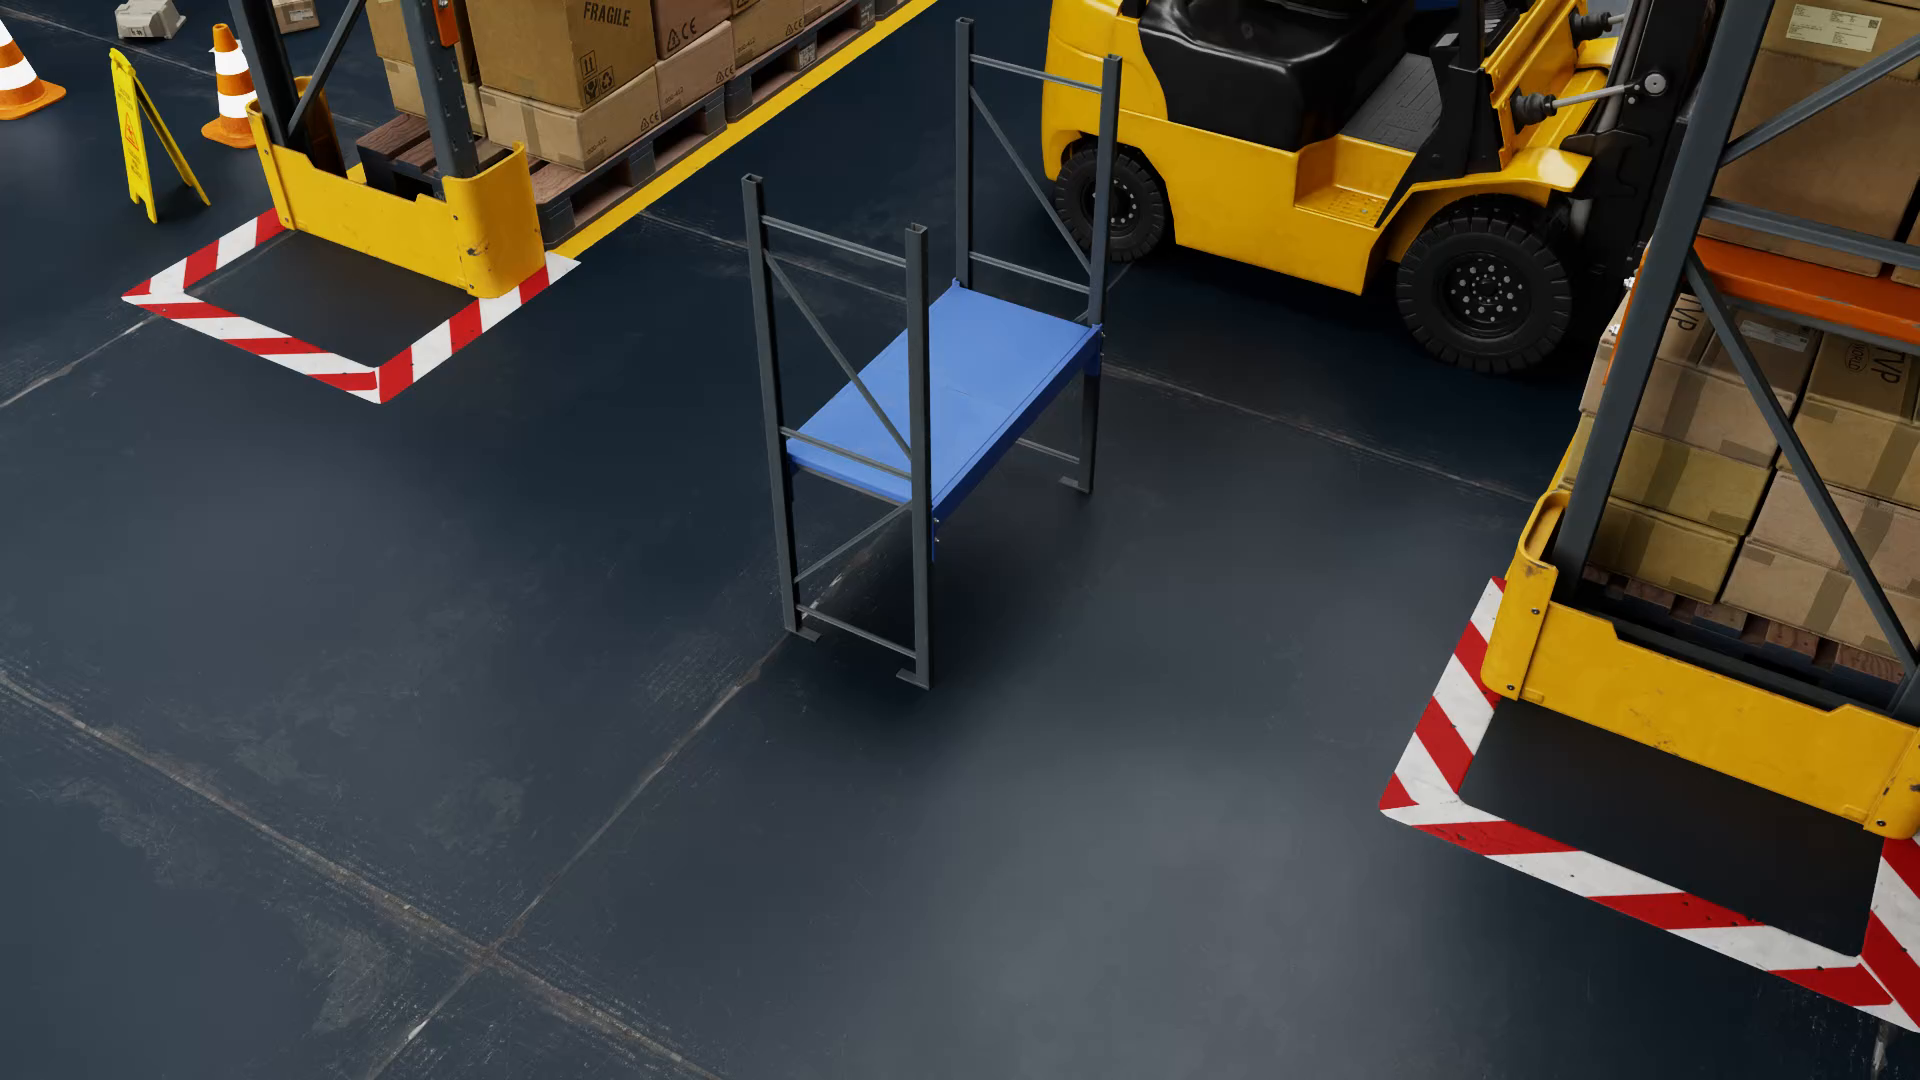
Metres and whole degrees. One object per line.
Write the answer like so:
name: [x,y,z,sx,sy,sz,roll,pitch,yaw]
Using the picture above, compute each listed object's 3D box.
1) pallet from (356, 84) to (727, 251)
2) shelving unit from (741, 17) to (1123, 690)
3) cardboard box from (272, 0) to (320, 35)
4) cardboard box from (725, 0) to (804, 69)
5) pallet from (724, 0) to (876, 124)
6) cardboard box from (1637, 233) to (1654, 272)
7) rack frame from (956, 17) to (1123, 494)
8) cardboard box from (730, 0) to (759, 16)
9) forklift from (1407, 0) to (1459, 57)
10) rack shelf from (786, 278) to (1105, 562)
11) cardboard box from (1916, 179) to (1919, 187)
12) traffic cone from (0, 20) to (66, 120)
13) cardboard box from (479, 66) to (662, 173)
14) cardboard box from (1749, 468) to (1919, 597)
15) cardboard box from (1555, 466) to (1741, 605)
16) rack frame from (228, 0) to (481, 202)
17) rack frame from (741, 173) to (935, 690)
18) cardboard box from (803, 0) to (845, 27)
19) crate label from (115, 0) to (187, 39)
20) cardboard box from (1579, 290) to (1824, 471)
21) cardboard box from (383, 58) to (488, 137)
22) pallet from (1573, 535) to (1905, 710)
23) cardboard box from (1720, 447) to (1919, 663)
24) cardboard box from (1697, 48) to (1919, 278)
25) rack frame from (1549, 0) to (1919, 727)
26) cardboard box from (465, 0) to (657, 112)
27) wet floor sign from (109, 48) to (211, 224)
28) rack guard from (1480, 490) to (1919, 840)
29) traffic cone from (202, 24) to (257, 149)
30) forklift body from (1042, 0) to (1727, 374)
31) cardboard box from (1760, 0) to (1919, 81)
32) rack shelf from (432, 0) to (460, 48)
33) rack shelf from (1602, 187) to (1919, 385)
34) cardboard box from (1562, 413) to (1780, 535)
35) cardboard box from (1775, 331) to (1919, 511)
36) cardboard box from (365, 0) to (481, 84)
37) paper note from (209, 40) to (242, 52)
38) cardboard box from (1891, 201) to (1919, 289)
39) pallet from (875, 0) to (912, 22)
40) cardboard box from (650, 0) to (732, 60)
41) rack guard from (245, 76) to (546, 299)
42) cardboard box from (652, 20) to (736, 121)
pallet: [-1.742,-1.719,7.042,1.003,0.211,1.213,21,45,22]
shelving unit: [-0.043,-0.514,4.699,0.538,1.500,1.048,21,45,22]
cardboard box: [-3.311,-2.617,8.109,0.250,0.149,0.380,-21,45,-22]
cardboard box: [-1.050,-2.371,7.435,0.500,0.250,0.500,24,47,25]
pallet: [-1.131,-2.414,7.832,1.003,0.211,1.213,21,45,22]
cardboard box: [2.293,-0.791,4.885,0.500,0.250,0.500,22,46,23]
rack frame: [0.212,-0.805,5.029,0.500,1.500,0.032,21,45,22]
cardboard box: [-1.047,-2.645,7.179,0.500,0.500,0.500,22,46,23]
forklift: [2.006,-4.271,7.882,1.130,2.935,3.031,-11,43,-13]
rack shelf: [-0.043,-0.379,4.818,0.538,0.185,1.000,21,45,22]
cardboard box: [2.812,-1.164,4.226,0.500,0.500,0.500,22,46,23]
traffic cone: [-4.250,-2.162,7.355,0.336,0.463,0.334,21,45,22]
cardboard box: [-1.574,-1.765,6.747,0.500,0.250,0.500,21,45,22]
cardboard box: [2.497,-0.143,4.527,0.500,0.250,0.500,22,46,23]
cardboard box: [2.044,-0.128,4.889,0.500,0.250,0.500,21,46,22]
rack frame: [-2.217,-2.269,5.557,1.000,3.000,0.127,21,45,22]
rack frame: [-0.297,-0.223,4.369,0.500,1.500,0.032,21,45,22]
cardboard box: [-0.795,-2.659,7.762,0.500,0.250,0.500,22,46,23]
crate label: [-3.910,-2.510,7.997,0.250,0.136,0.298,0,41,0]
cardboard box: [2.043,-0.497,4.551,0.500,0.250,0.500,22,46,23]
cardboard box: [-2.034,-1.960,6.969,0.500,0.250,0.500,21,45,22]
pallet: [2.429,-0.034,5.129,1.003,0.211,1.213,21,45,22]
cardboard box: [2.497,0.029,4.711,0.500,0.250,0.500,21,46,22]
cardboard box: [2.101,-1.035,4.080,0.500,0.500,0.500,20,45,21]
rack frame: [2.082,-0.629,3.695,1.000,3.000,0.127,21,45,22]
cardboard box: [-1.563,-2.060,6.515,0.500,0.500,0.500,19,45,21]
wet floor sign: [-3.239,-1.630,6.613,0.232,0.644,0.267,-29,49,-29]
rack guard: [2.070,0.322,4.506,1.175,0.500,0.348,21,45,22]
traffic cone: [-3.119,-1.989,7.159,0.336,0.463,0.334,21,45,22]
forklift body: [1.452,-1.999,5.893,2.313,2.155,1.214,21,45,22]
cardboard box: [2.013,-1.201,3.778,0.380,0.149,0.250,22,46,23]
rack shelf: [-1.216,-3.143,7.094,1.077,0.370,4.000,21,45,22]
rack shelf: [3.083,-1.504,5.232,1.077,0.370,4.000,21,45,22]
cardboard box: [2.055,-0.325,4.733,0.500,0.250,0.500,20,45,22]
cardboard box: [2.487,-0.343,4.376,0.500,0.250,0.500,20,45,21]
cardboard box: [-2.042,-2.221,6.697,0.500,0.500,0.500,21,46,22]
paper note: [-3.468,-2.354,7.900,0.148,0.019,0.142,7,42,8]
cardboard box: [2.571,-0.858,3.880,0.500,0.500,0.500,22,46,23]
pallet: [-0.521,-3.115,8.628,1.003,0.211,1.213,21,45,22]
cardboard box: [-1.305,-2.360,6.856,0.500,0.500,0.500,19,45,21]
rack guard: [-2.179,-1.374,6.432,1.175,0.500,0.348,21,45,22]
cardboard box: [-1.312,-2.054,7.076,0.500,0.250,0.500,23,46,24]
